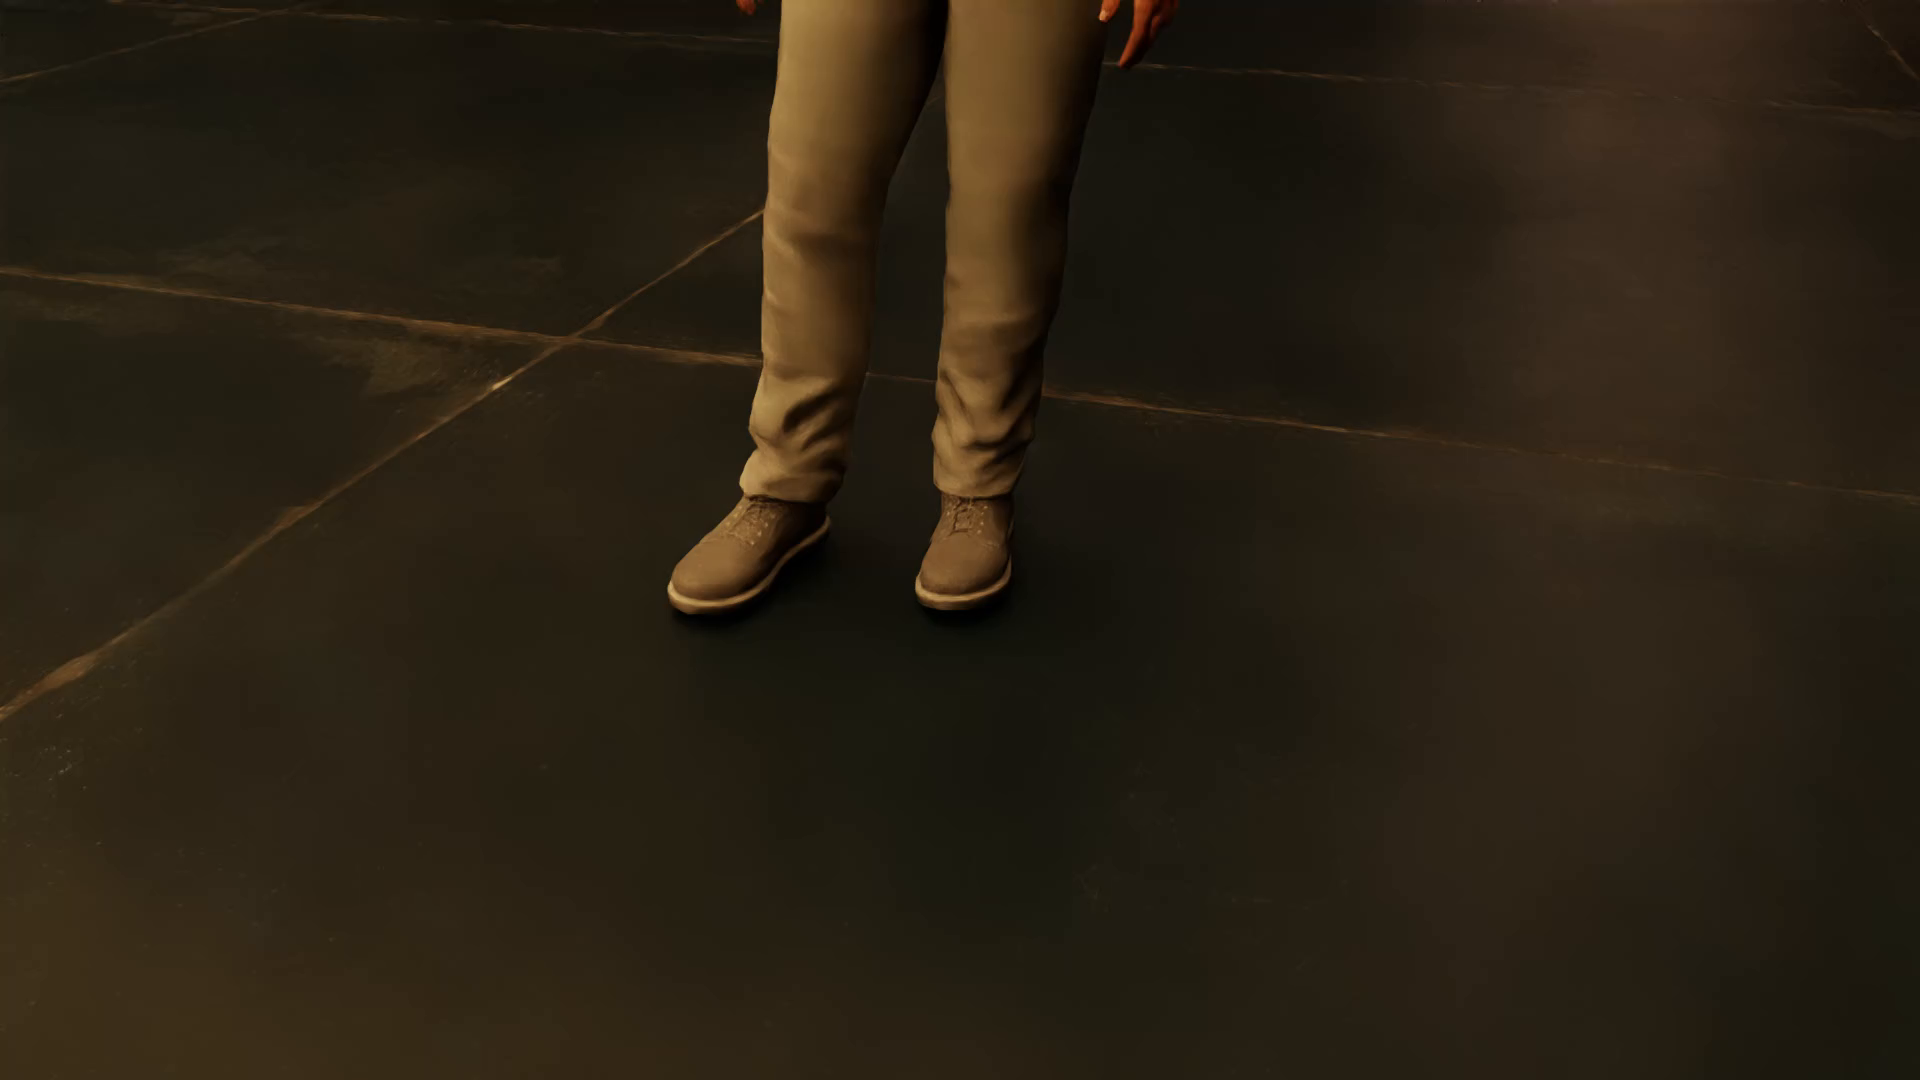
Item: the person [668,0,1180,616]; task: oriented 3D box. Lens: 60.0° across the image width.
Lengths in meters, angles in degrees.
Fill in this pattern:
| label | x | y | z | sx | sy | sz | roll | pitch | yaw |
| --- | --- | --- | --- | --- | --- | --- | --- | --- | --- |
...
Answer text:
| label | x | y | z | sx | sy | sz | roll | pitch | yaw |
| --- | --- | --- | --- | --- | --- | --- | --- | --- | --- |
| person | -0.035 | -0.769 | 2.028 | 0.640 | 1.781 | 0.574 | 8 | 28 | 16 |
